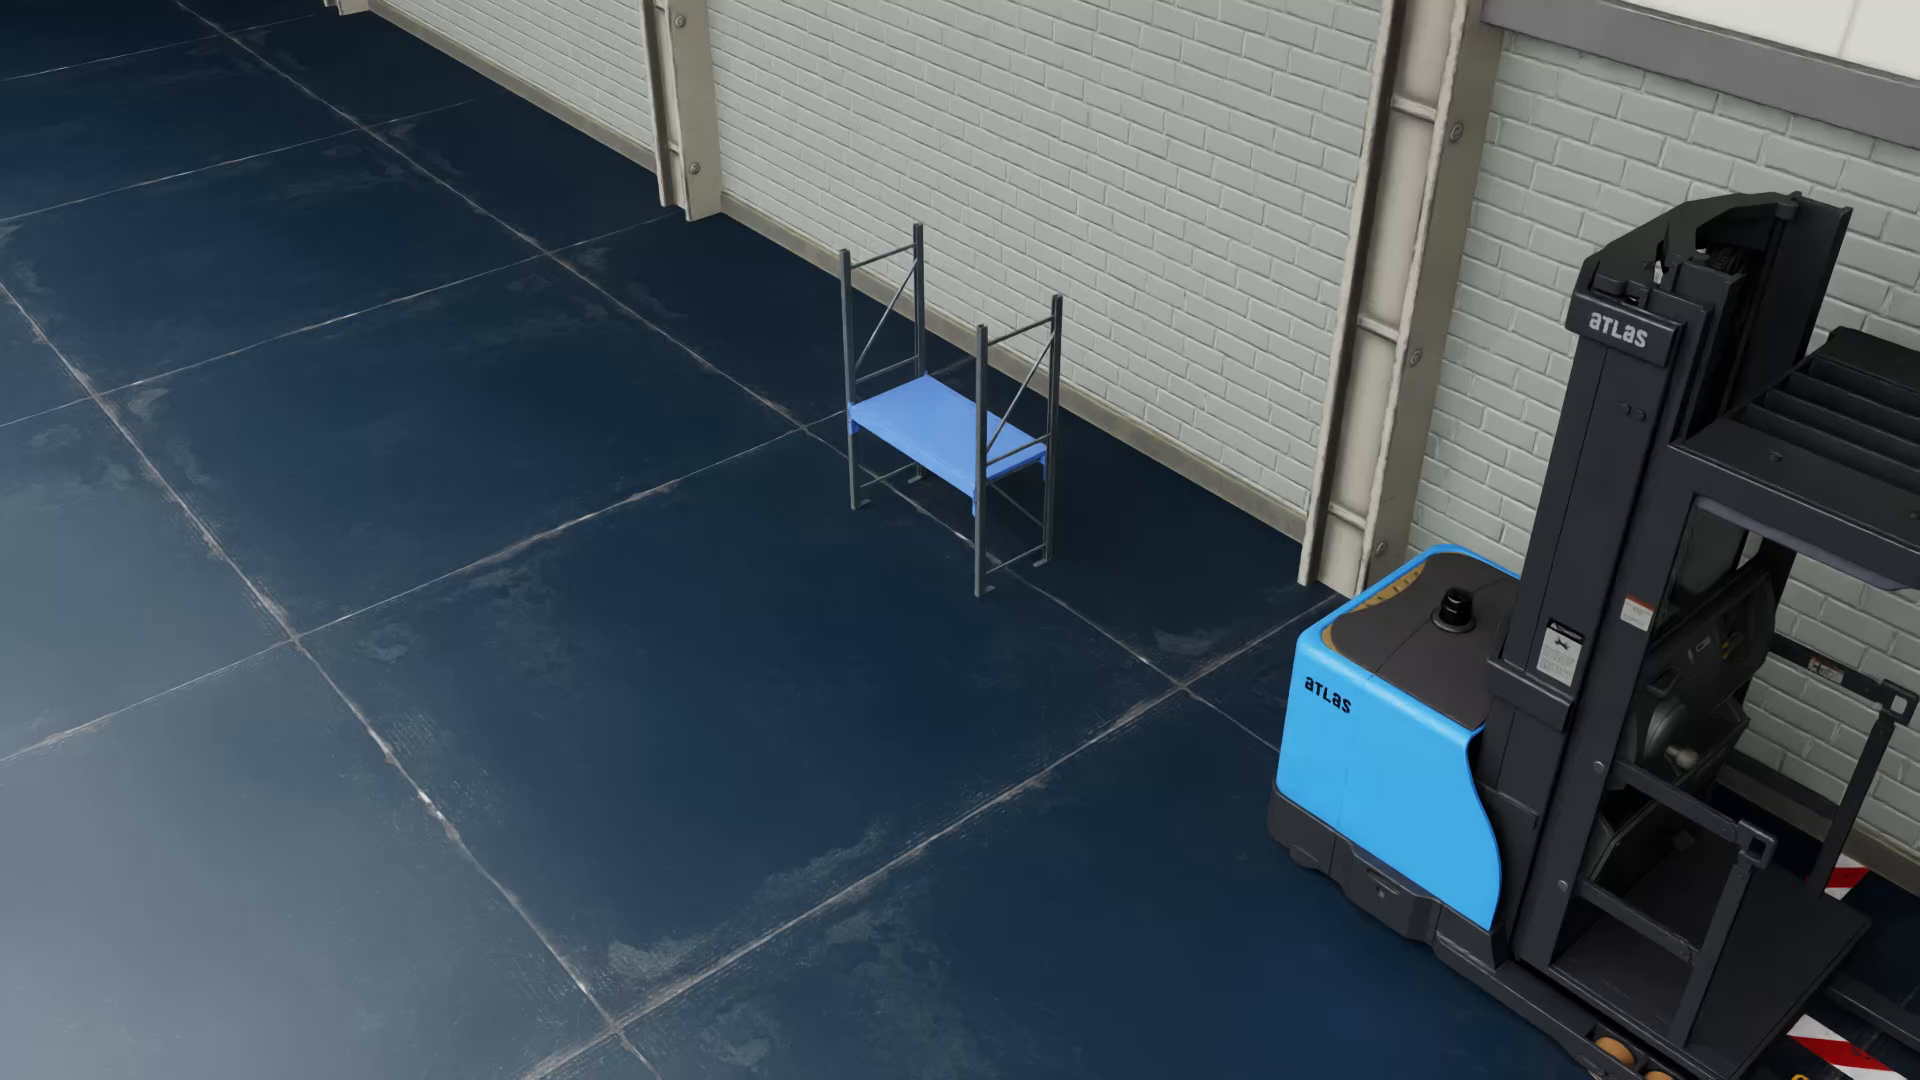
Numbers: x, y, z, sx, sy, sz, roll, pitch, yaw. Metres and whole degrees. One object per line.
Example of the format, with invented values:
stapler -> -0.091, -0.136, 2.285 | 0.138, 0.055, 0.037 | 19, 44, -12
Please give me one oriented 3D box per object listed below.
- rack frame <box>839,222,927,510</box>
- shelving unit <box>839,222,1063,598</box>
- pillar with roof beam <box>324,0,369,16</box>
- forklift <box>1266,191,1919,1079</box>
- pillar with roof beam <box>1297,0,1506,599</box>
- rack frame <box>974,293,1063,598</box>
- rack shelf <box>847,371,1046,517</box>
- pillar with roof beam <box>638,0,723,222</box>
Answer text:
rack frame -> -0.383, -0.874, 8.588 | 0.500, 1.500, 0.032 | -26, 43, -32
shelving unit -> -0.055, -0.650, 8.271 | 0.538, 1.500, 1.048 | -26, 43, -32
pillar with roof beam -> -9.096, -7.127, 10.928 | 9.100, 9.000, 0.400 | -26, 43, -32
forklift -> 2.619, 0.490, 5.423 | 1.130, 2.935, 3.031 | -27, 44, -33
pillar with roof beam -> -1.352, -1.829, 3.448 | 9.100, 9.000, 0.400 | -26, 43, -32
rack frame -> 0.273, -0.425, 7.954 | 0.500, 1.500, 0.032 | -26, 43, -32
rack shelf -> -0.055, -0.503, 8.375 | 0.538, 0.185, 1.000 | -26, 43, -32
pillar with roof beam -> -5.224, -4.478, 7.188 | 9.100, 9.000, 0.400 | -26, 43, -32
